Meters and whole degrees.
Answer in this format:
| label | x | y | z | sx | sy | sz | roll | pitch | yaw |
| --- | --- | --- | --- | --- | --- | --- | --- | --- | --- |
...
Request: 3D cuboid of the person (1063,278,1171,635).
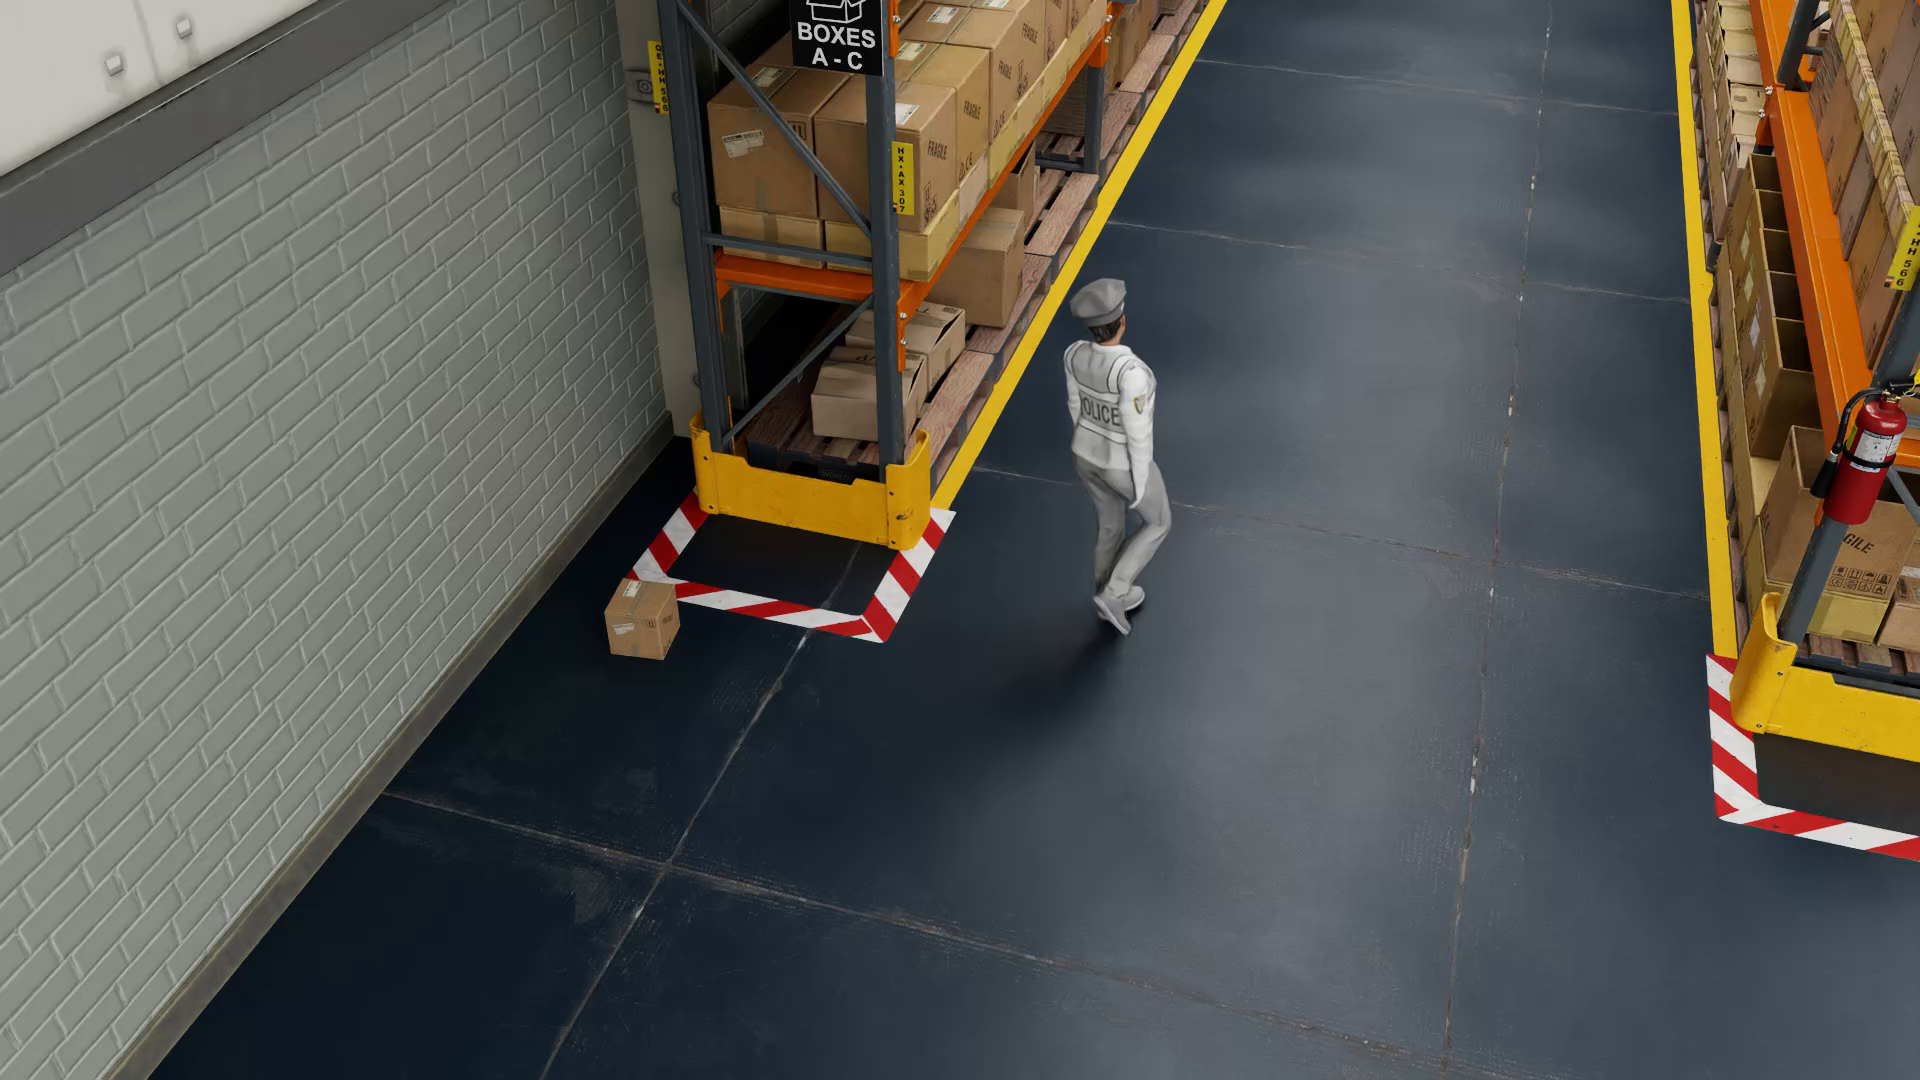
| label | x | y | z | sx | sy | sz | roll | pitch | yaw |
| --- | --- | --- | --- | --- | --- | --- | --- | --- | --- |
| person | 0.659 | -0.341 | 7.301 | 0.504 | 1.652 | 0.453 | 31 | 47 | 34 |
